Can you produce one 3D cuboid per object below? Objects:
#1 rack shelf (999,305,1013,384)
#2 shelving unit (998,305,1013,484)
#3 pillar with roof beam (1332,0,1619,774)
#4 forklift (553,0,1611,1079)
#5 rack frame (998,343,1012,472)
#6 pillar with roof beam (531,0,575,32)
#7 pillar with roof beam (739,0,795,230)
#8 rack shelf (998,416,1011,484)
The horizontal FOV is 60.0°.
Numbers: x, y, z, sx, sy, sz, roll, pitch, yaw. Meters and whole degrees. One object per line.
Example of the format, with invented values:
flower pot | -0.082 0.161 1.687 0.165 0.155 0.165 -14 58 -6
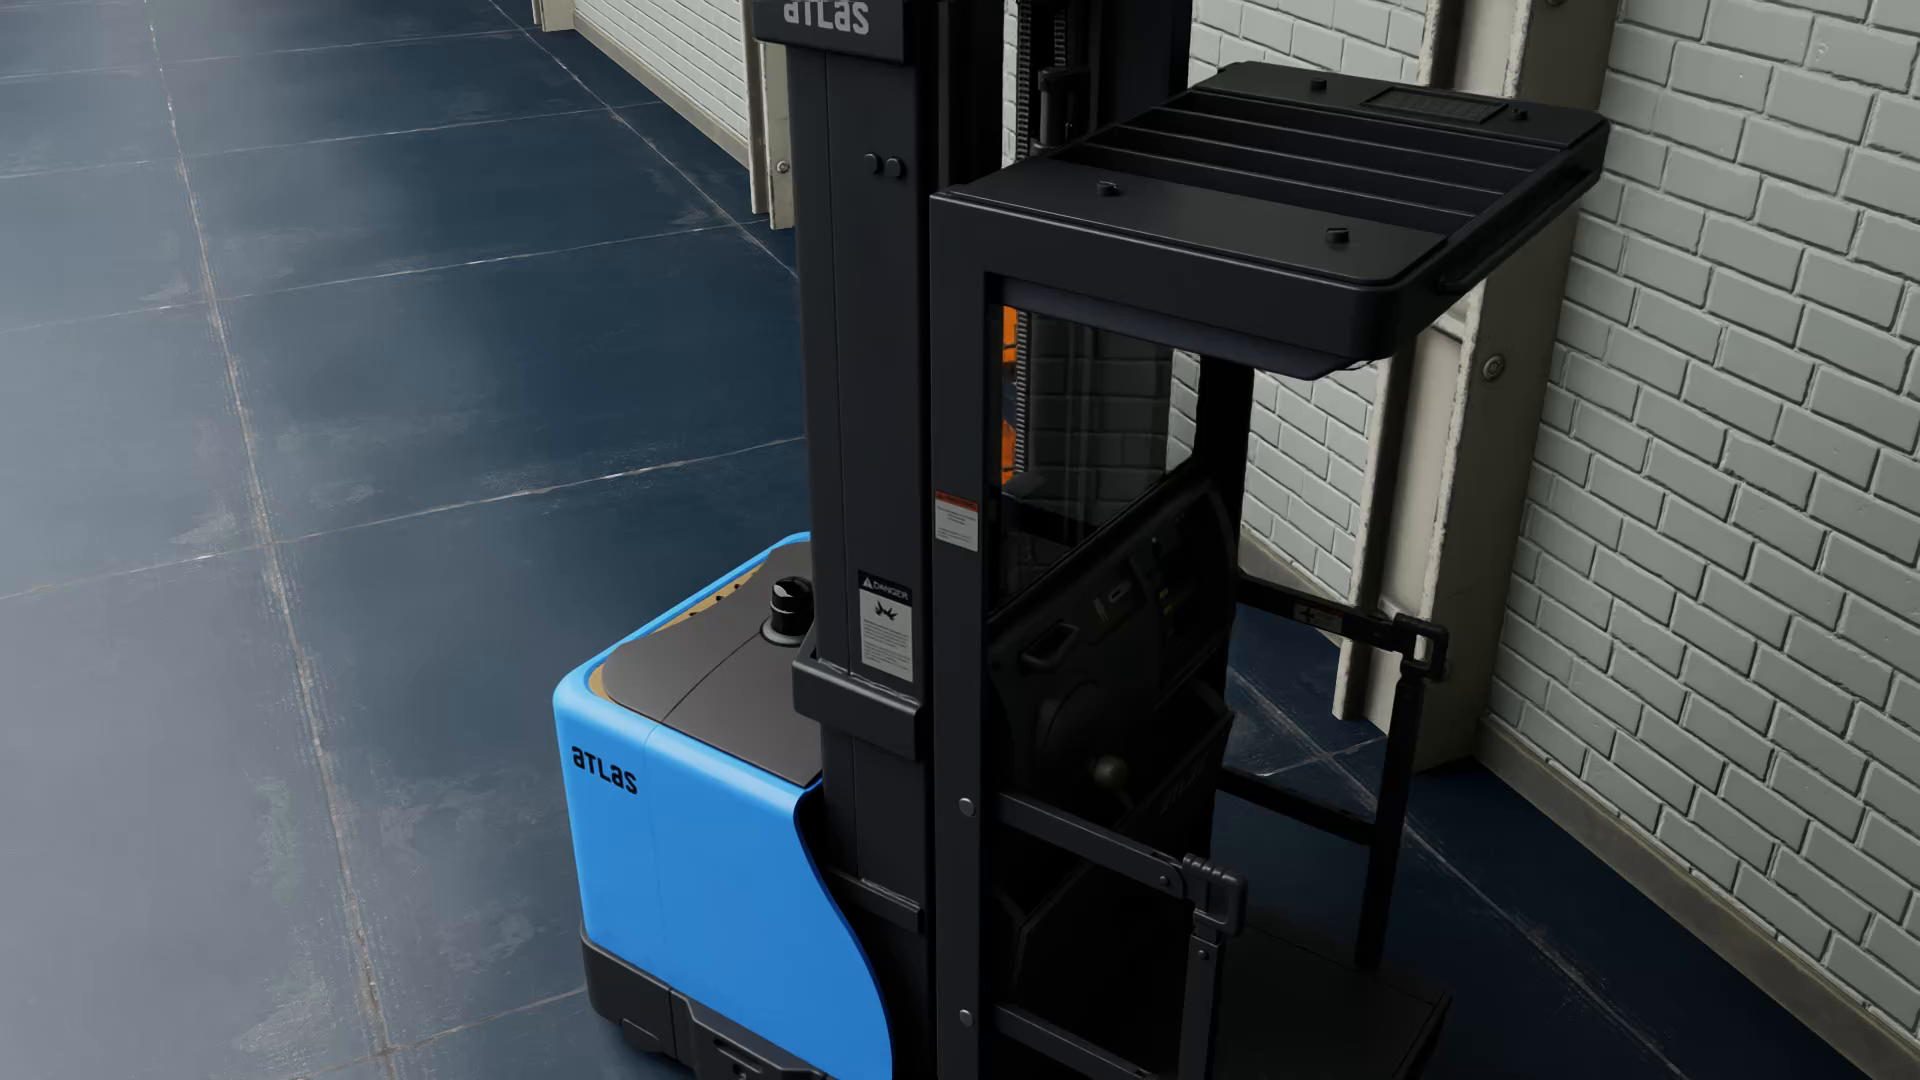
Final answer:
rack shelf | -0.003 -0.749 6.337 0.538 0.278 1.000 -13 32 -22
shelving unit | -0.003 -0.494 6.480 0.538 1.125 1.048 -13 32 -22
pillar with roof beam | -2.393 -2.377 1.788 9.100 9.000 0.400 -13 32 -22
forklift | 0.512 0.215 3.370 3.031 2.935 1.130 19 34 30
rack frame | 0.215 -0.269 6.080 0.500 1.125 0.032 -13 32 -22
pillar with roof beam | -7.545 -7.678 11.241 9.100 9.000 0.400 -13 32 -22
pillar with roof beam | -4.969 -5.027 6.515 9.100 9.000 0.400 -13 32 -22
rack shelf | -0.003 -0.280 6.600 0.538 0.278 1.000 -13 32 -22
